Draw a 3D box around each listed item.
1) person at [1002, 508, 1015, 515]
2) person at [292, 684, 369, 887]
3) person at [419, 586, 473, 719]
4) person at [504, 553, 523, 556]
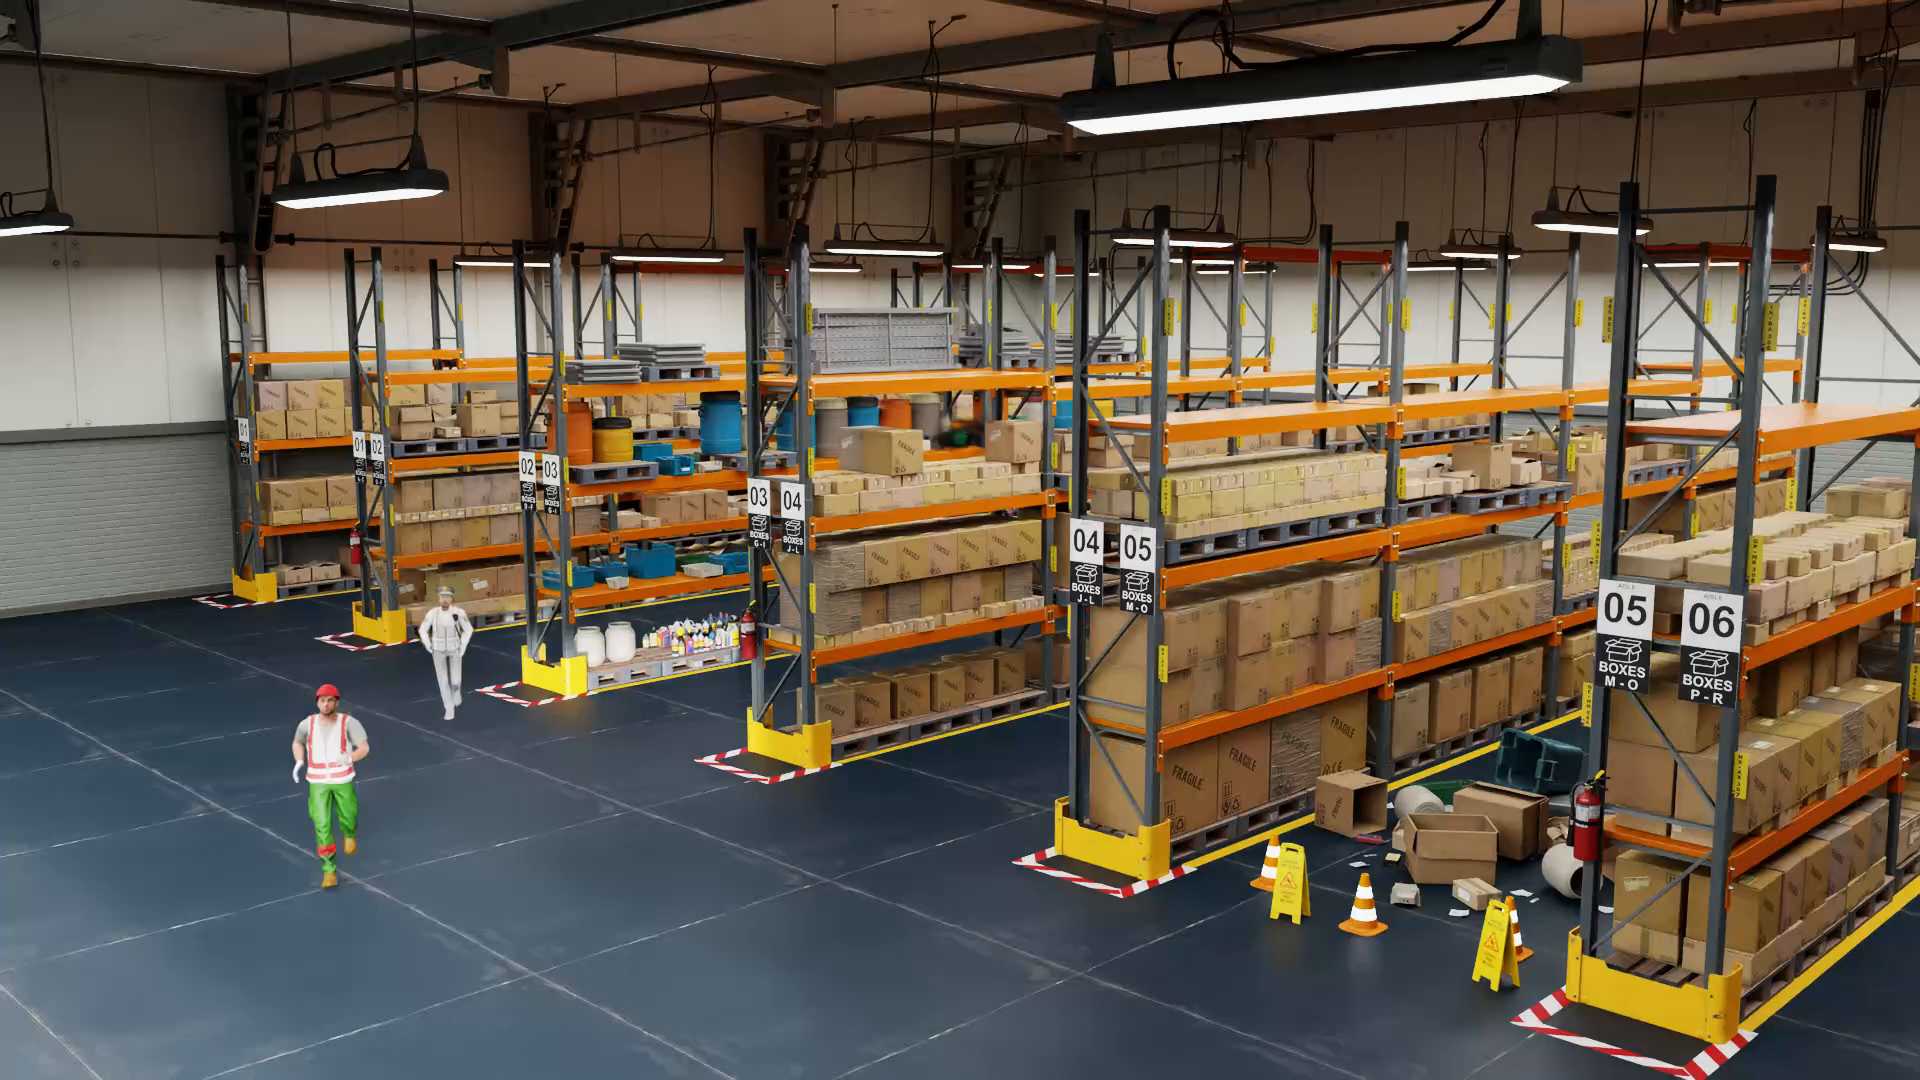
[{"bbox_3d":[0.977,-0.356,32.661,0.701,1.793,0.848,5,10,33],"label":"person"},{"bbox_3d":[-5.680,2.173,15.030,0.670,1.765,0.914,-2,8,-14],"label":"person"},{"bbox_3d":[-6.477,1.396,20.978,0.650,1.684,0.557,-2,8,-15],"label":"person"},{"bbox_3d":[-7.806,0.200,29.518,0.721,1.715,0.612,-7,11,-41],"label":"person"}]
